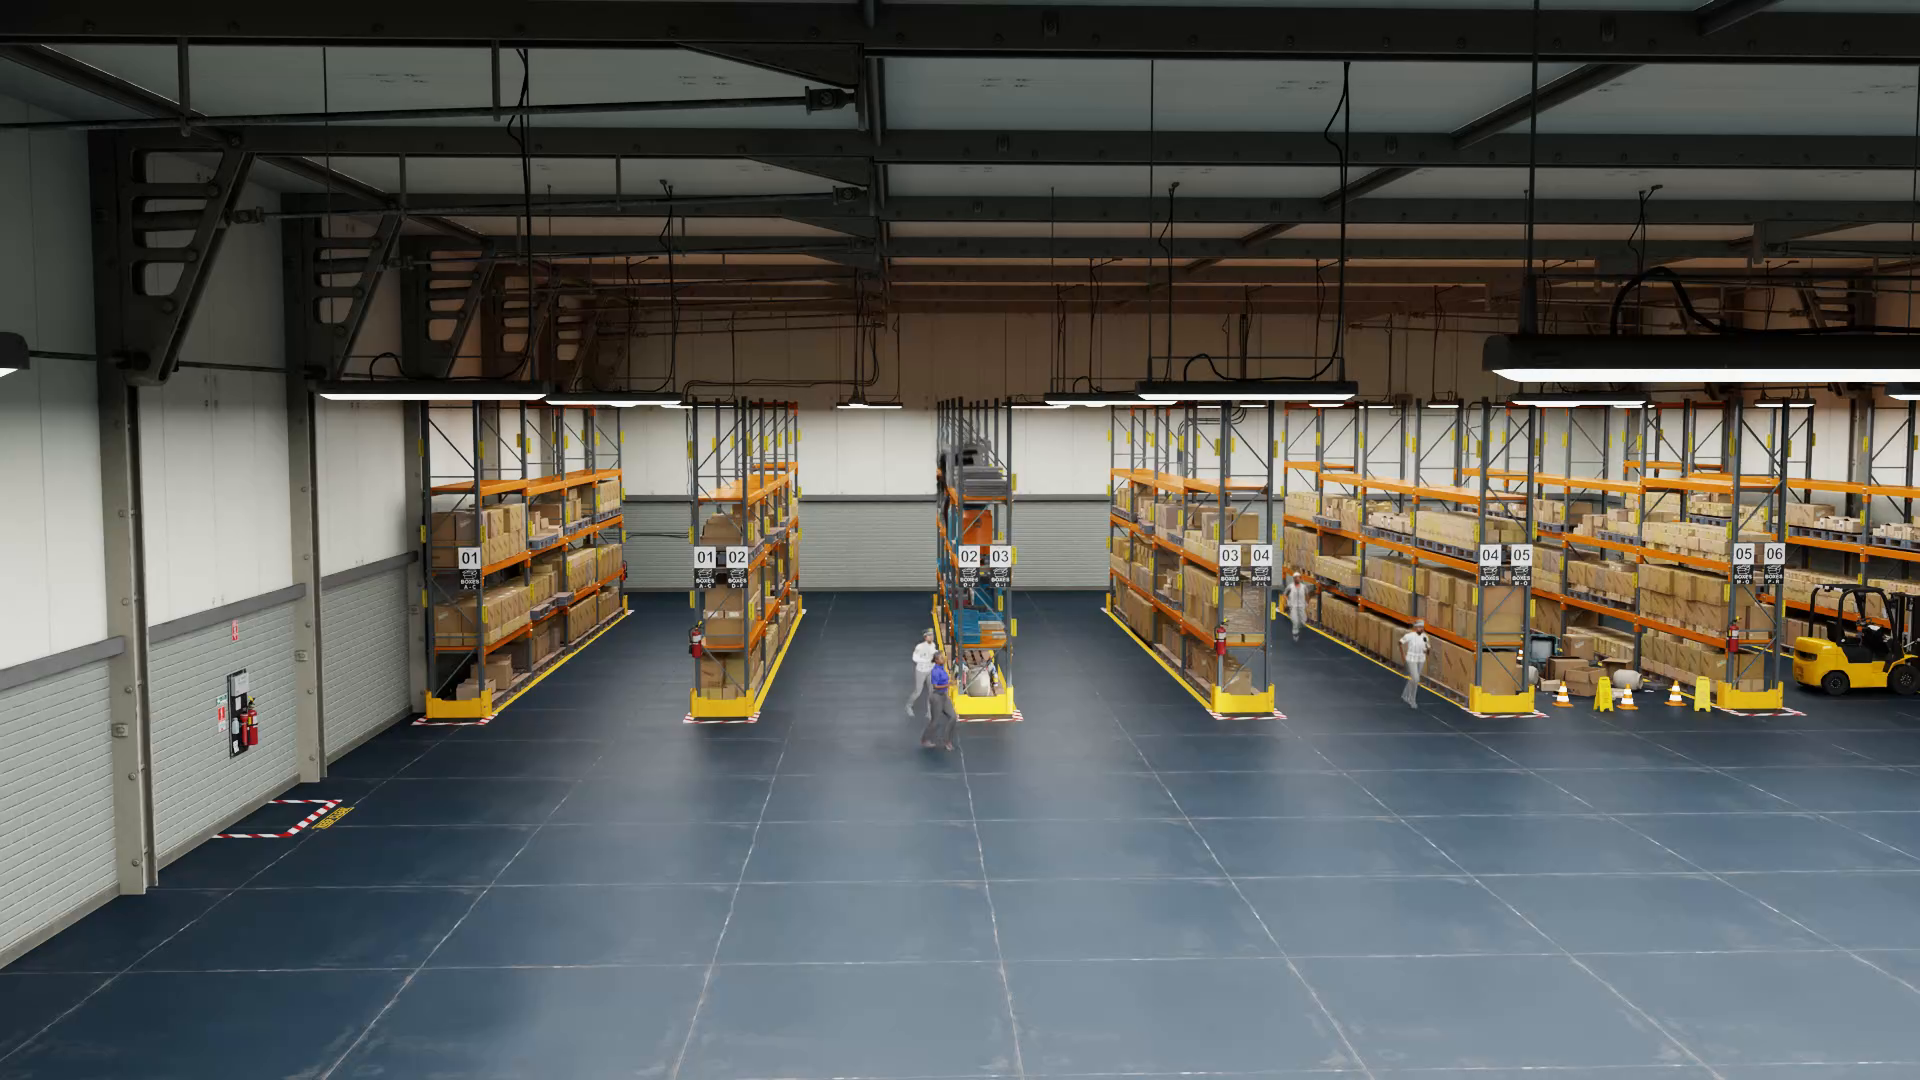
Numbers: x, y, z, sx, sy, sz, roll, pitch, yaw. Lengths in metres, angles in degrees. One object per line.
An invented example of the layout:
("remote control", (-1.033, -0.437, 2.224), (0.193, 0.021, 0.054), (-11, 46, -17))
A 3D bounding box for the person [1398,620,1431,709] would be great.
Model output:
("person", (8.846, 2.407, 32.339), (0.549, 1.733, 0.737), (-1, 5, -16))

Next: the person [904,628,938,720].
("person", (-0.646, 2.488, 30.952), (0.622, 1.728, 0.837), (-3, 6, -37))

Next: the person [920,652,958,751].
("person", (-0.335, 2.742, 28.075), (0.702, 1.700, 0.555), (2, 5, 23))

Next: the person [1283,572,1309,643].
("person", (8.343, 1.671, 41.234), (0.654, 1.737, 0.622), (0, 4, -1))
